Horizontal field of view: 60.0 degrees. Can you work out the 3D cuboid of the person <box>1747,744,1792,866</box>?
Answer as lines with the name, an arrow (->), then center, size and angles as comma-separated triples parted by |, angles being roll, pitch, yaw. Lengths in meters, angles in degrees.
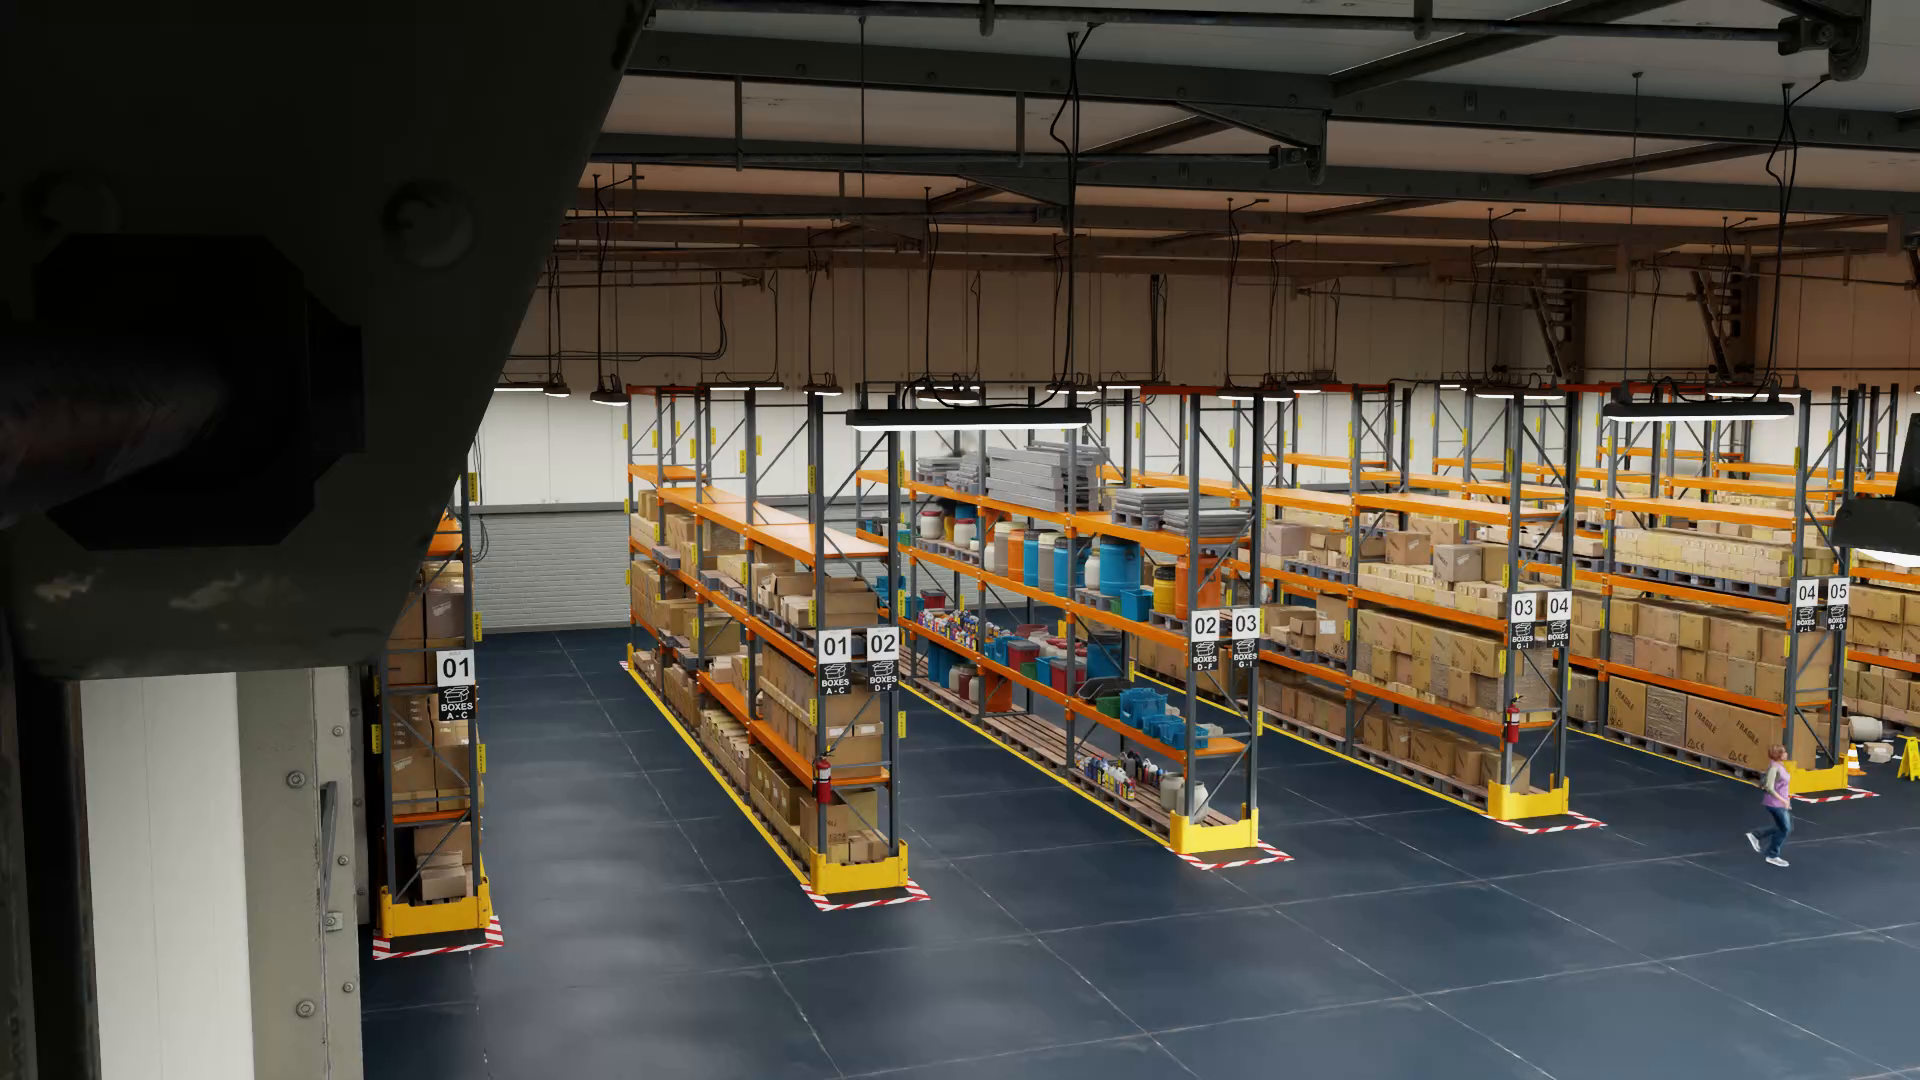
person -> 10.368, 3.371, 21.276 | 0.506, 1.568, 0.536 | 3, 7, 29

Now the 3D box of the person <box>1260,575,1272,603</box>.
person -> 6.657, 1.588, 37.197 | 0.674, 1.798, 0.912 | -2, 6, -17
